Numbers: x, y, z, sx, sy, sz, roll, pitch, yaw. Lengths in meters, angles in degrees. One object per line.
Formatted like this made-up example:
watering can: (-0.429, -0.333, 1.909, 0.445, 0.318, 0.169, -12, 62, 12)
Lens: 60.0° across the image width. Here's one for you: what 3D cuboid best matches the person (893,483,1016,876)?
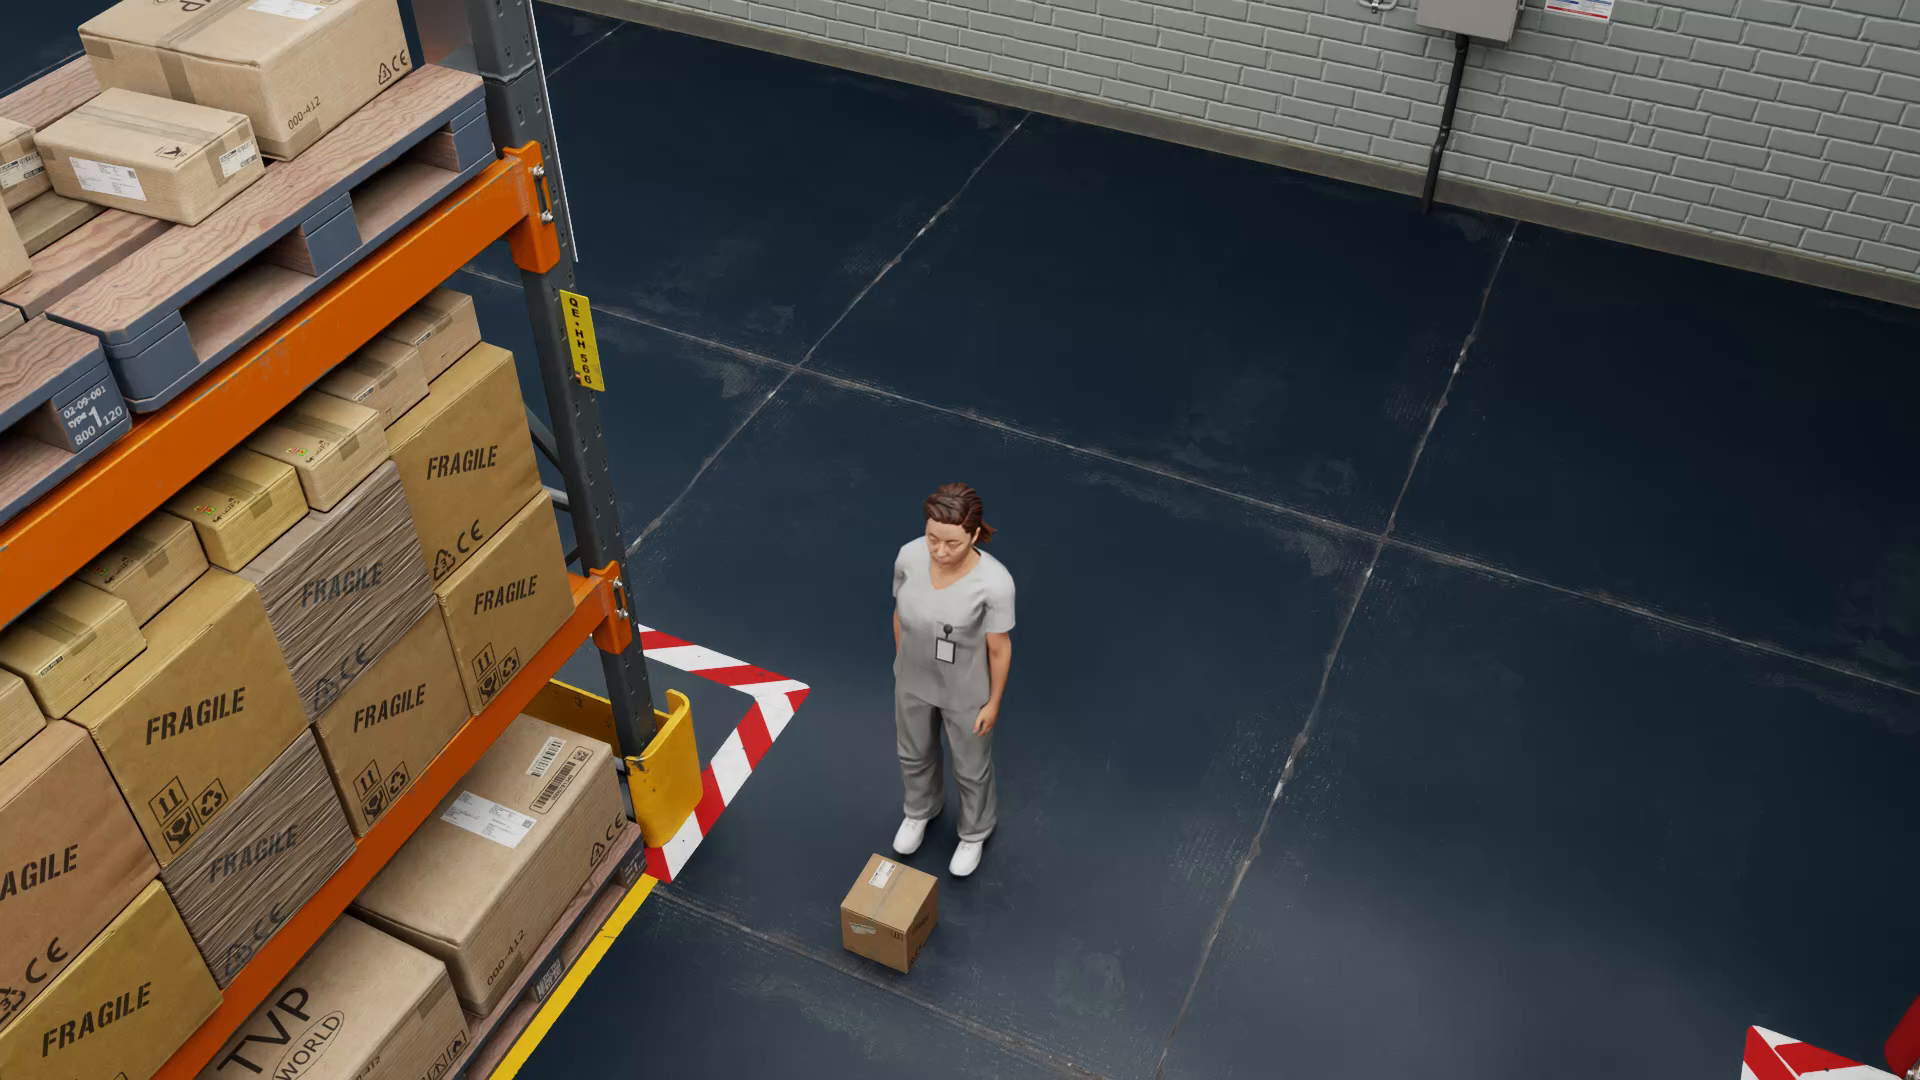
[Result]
person: (-0.030, 0.478, 5.638, 0.437, 1.670, 0.362, 18, 45, 19)
